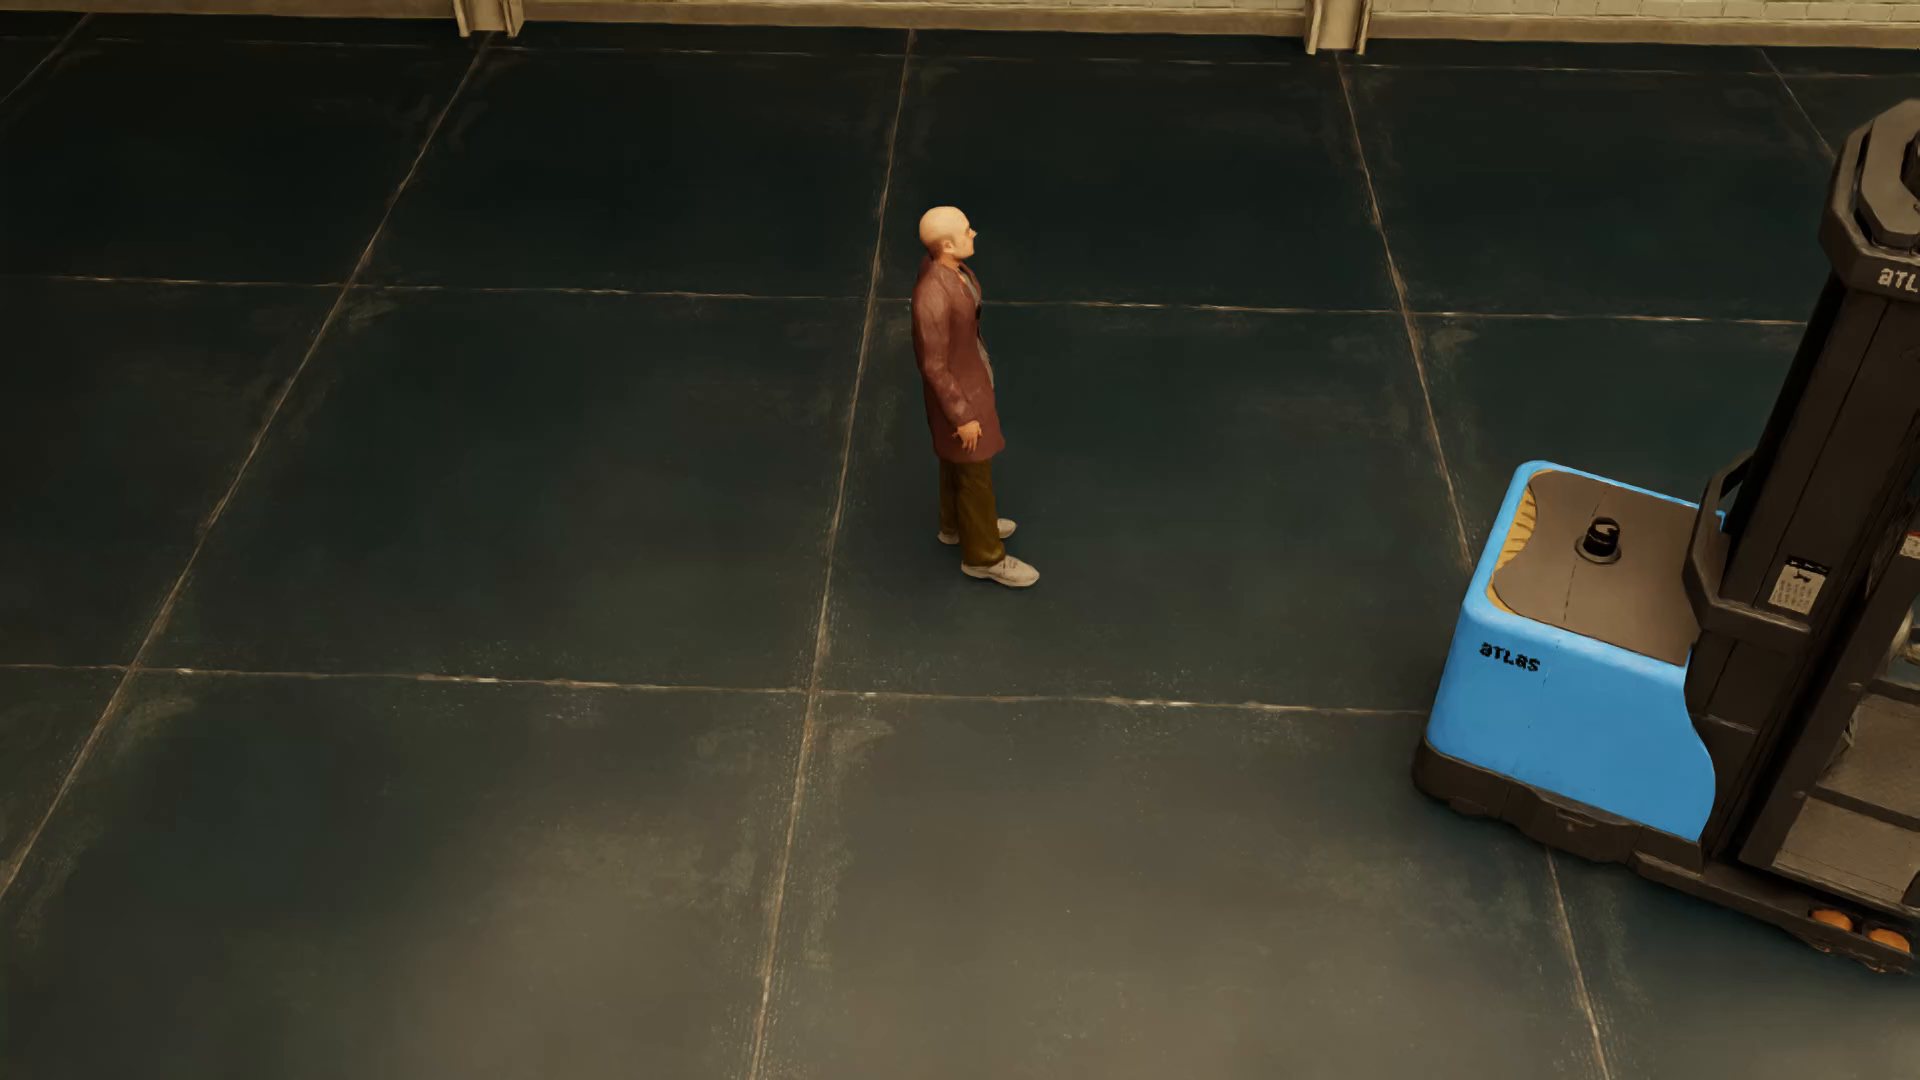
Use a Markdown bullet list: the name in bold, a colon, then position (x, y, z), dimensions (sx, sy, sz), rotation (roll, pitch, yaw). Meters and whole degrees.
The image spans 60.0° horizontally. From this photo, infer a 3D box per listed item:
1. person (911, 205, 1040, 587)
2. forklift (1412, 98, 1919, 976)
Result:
- **person**: position (0.091, -0.656, 7.306), dimensions (0.580, 1.776, 0.694), rotation (2, 42, 2)
- **forklift**: position (3.390, 0.106, 5.626), dimensions (3.031, 2.935, 1.130), rotation (19, 46, 19)
